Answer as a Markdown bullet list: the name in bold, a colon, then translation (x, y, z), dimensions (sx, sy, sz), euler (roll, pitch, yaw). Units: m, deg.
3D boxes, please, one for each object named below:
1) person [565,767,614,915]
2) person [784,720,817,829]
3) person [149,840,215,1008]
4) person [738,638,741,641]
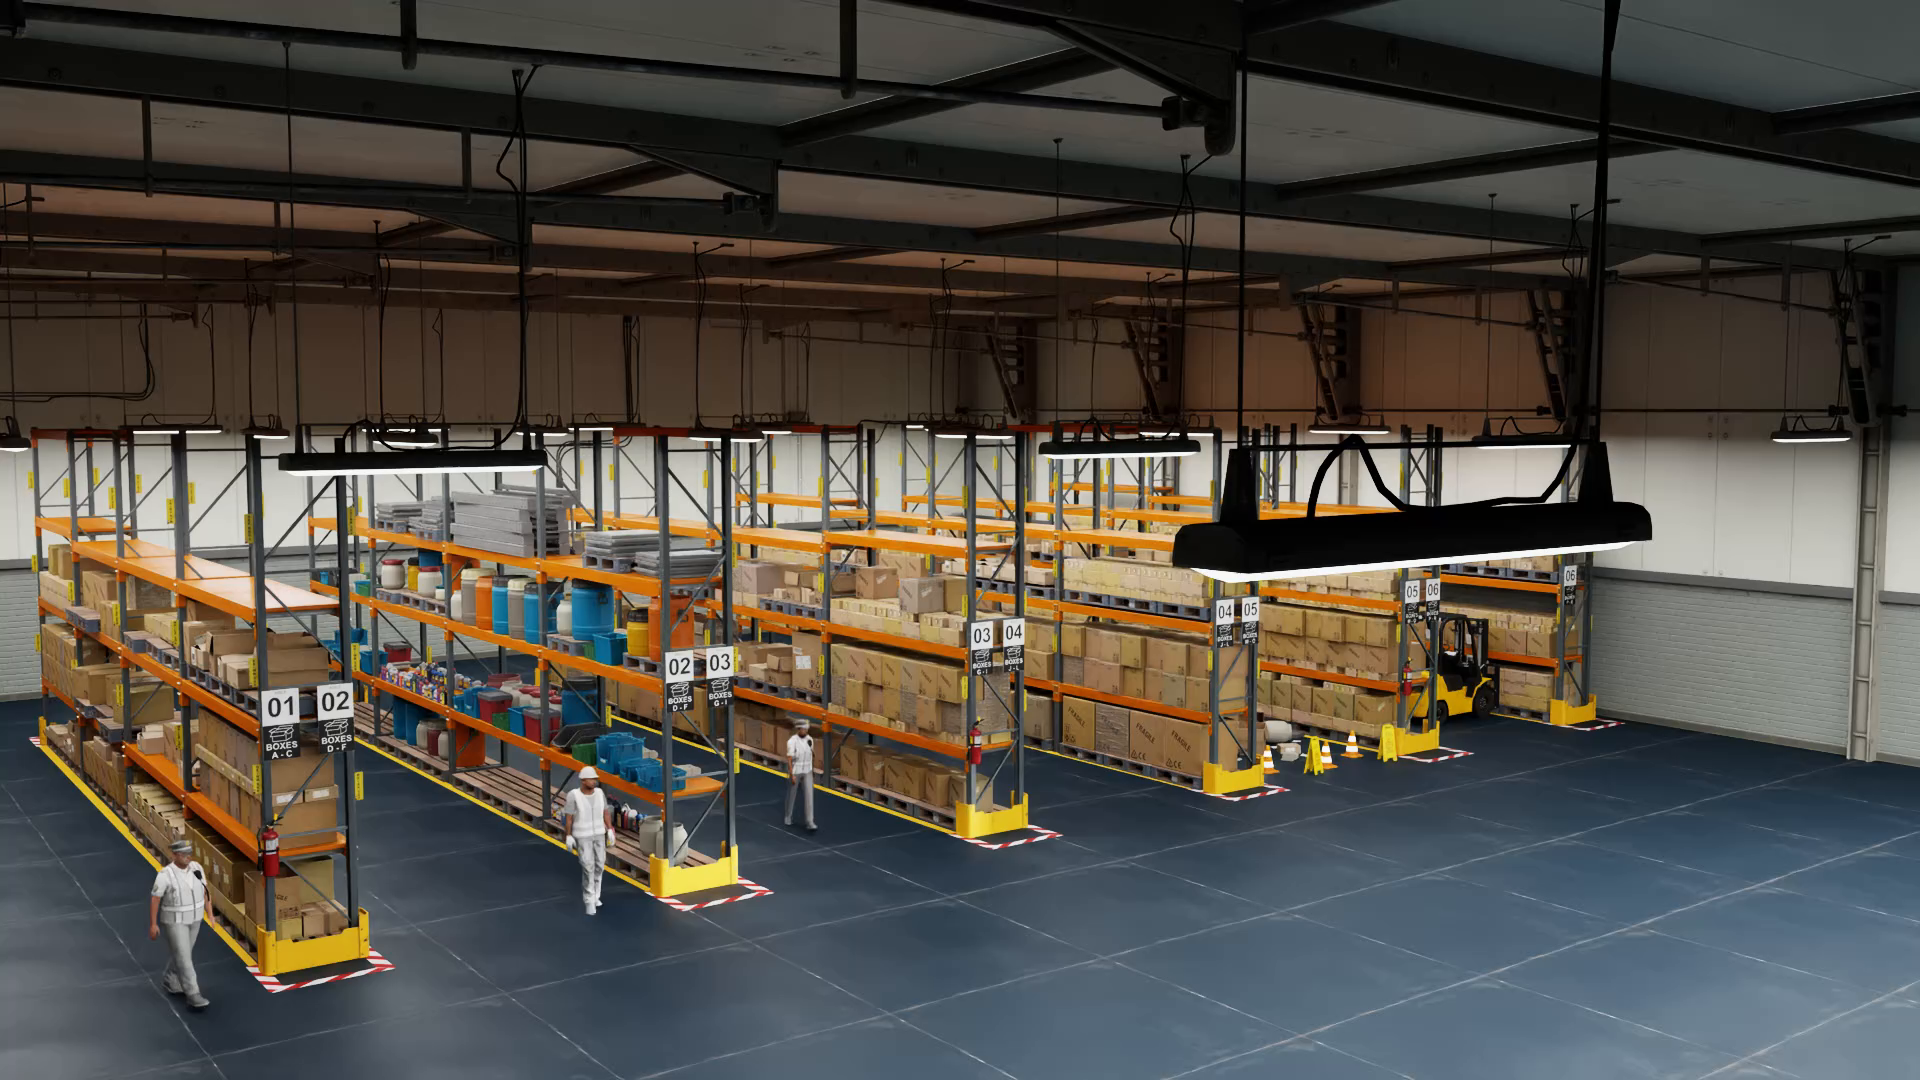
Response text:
- **person**: translation (-4.669, 3.807, 21.094), dimensions (0.583, 1.836, 0.555), euler (-4, 6, -40)
- **person**: translation (-2.409, 3.525, 25.149), dimensions (0.467, 1.644, 0.862), euler (-2, 5, -26)
- **person**: translation (-8.261, 4.054, 17.798), dimensions (1.004, 1.710, 0.580), euler (2, 5, 25)
- **person**: translation (-4.942, 2.678, 35.444), dimensions (0.705, 1.765, 0.627), euler (4, 6, 42)
